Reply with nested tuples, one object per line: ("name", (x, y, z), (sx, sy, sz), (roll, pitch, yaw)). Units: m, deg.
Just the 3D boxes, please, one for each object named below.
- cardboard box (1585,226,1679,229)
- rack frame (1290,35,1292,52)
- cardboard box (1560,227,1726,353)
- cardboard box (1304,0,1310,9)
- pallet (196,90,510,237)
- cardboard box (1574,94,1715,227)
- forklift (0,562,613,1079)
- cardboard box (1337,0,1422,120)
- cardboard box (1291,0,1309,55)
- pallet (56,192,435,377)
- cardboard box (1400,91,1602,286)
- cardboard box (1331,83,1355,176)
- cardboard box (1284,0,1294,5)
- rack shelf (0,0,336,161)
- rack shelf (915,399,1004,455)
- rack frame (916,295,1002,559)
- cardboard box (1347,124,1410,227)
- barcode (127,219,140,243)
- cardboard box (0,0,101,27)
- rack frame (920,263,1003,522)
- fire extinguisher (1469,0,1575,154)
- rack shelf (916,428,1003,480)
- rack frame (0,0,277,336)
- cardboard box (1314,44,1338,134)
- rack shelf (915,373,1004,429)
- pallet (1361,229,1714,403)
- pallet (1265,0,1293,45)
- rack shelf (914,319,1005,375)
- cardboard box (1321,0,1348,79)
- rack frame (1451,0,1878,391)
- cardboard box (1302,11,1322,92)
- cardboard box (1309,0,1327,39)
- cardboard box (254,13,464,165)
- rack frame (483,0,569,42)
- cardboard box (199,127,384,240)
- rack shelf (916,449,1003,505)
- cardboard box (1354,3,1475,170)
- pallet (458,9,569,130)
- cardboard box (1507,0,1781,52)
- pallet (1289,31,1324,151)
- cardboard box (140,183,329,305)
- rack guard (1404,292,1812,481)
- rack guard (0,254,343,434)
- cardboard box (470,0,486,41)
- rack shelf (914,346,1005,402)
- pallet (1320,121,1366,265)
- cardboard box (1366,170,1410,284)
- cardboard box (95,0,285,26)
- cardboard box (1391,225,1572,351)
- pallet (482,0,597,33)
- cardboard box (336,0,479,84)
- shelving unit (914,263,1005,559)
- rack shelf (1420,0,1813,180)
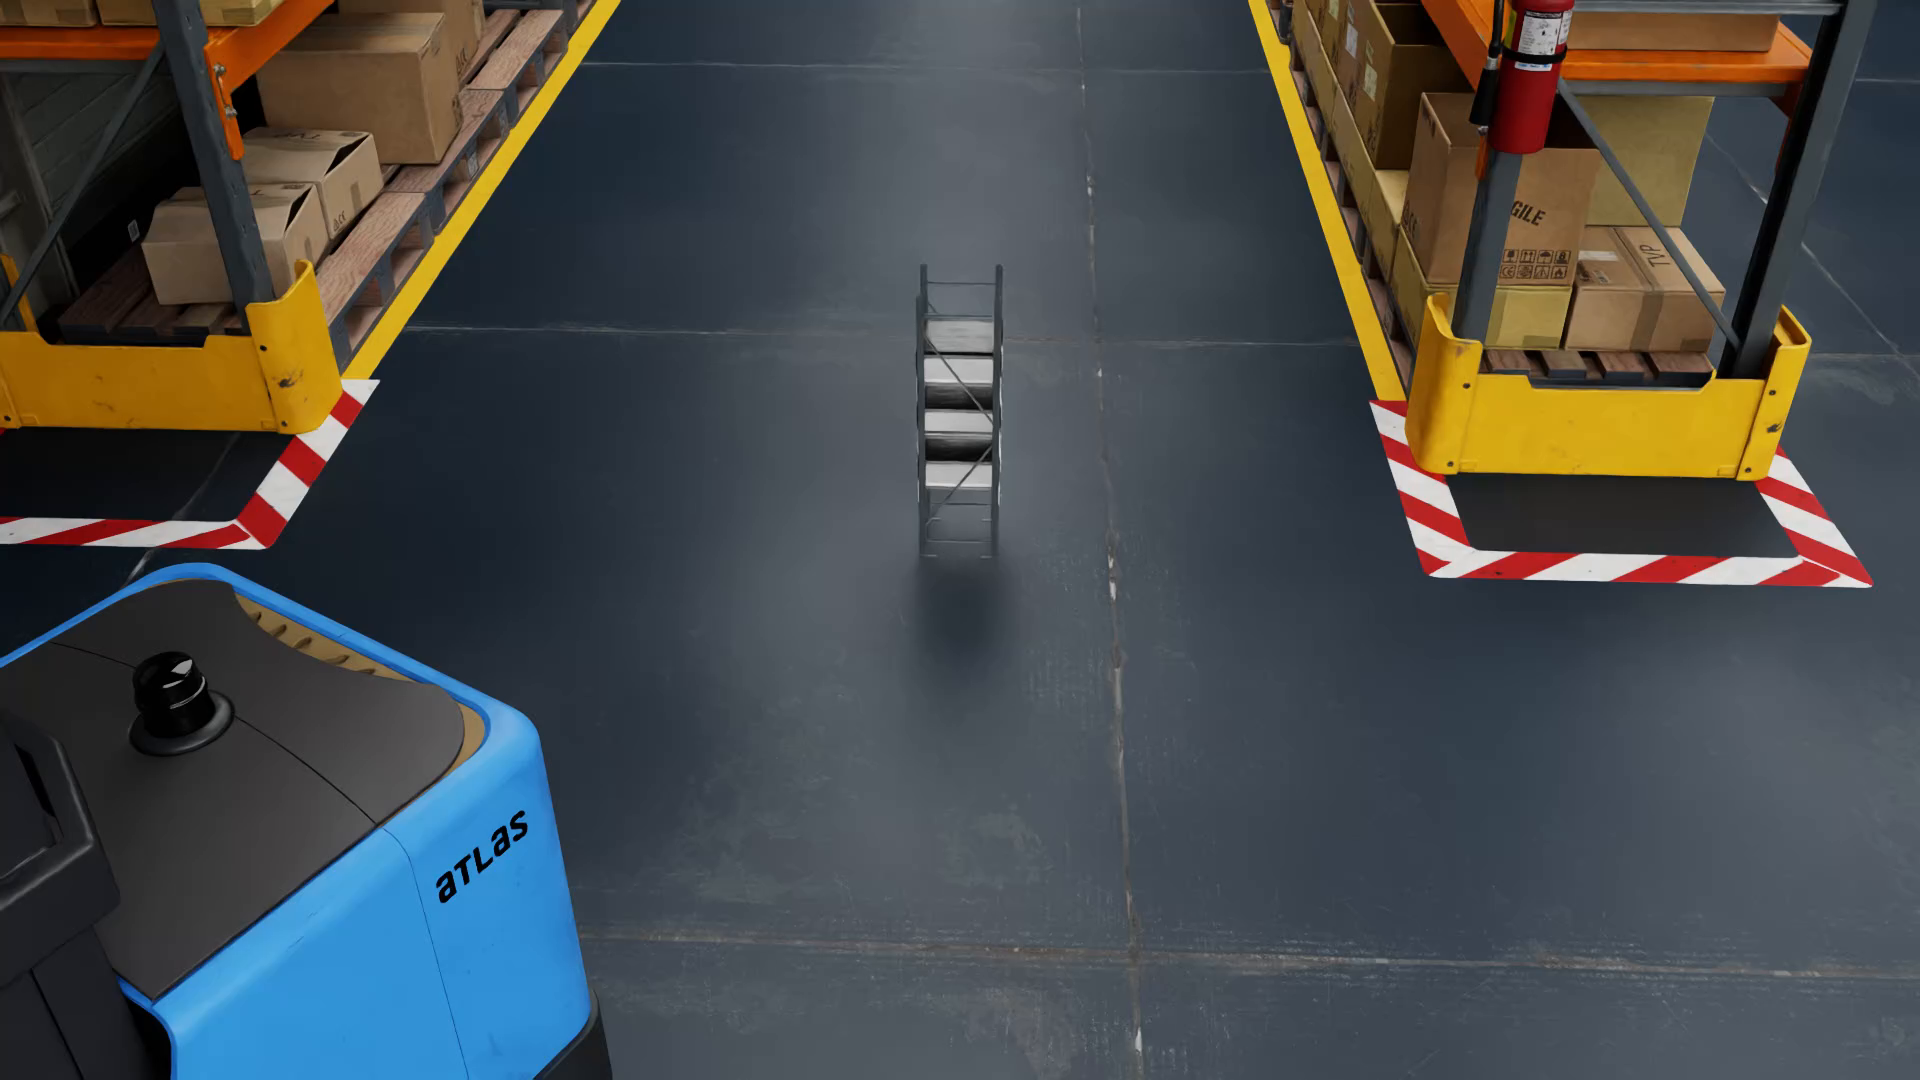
("cardboard box", (2.390, -1.187, 6.356), (0.500, 0.250, 0.500), (1, 35, 2))
("rack frame", (2.290, -3.848, 8.116), (1.000, 3.000, 0.127), (1, 35, 2))
("cardboard box", (2.374, -0.899, 5.947), (0.500, 0.250, 0.500), (1, 35, 2))
("cardboard box", (1.959, -2.942, 8.202), (0.500, 0.500, 0.500), (1, 35, 2))
("pallet", (-2.697, -1.730, 7.528), (1.003, 0.211, 1.213), (1, 35, 2))
("cardboard box", (2.392, -1.494, 6.140), (0.500, 0.500, 0.500), (1, 35, 2))
("forklift", (-1.943, 0.564, 1.898), (1.130, 2.935, 3.031), (20, 40, 26))
("cardboard box", (1.901, -2.080, 6.975), (0.500, 0.500, 0.500), (1, 35, 2))
("cardboard box", (1.969, -2.635, 8.417), (0.500, 0.250, 0.500), (1, 35, 2))
("pallet", (-2.749, -1.031, 6.533), (1.003, 0.211, 1.213), (1, 35, 2))
("cardboard box", (1.854, -1.218, 5.749), (0.500, 0.500, 0.500), (1, 35, 2))
("cardboard box", (1.904, -1.774, 7.191), (0.500, 0.250, 0.500), (1, 35, 2))
("cardboard box", (2.017, -3.140, 9.135), (0.500, 0.250, 0.500), (1, 35, 1))
("rack shelf", (-2.740, -2.517, 6.848), (1.077, 0.370, 4.000), (1, 35, 2))
("rack shelf", (0.000, -0.346, 5.017), (0.258, 0.077, 0.200), (1, 35, 2))
("rack frame", (-0.004, -0.314, 4.915), (0.240, 0.900, 0.006), (1, 35, 2))
("cardboard box", (1.882, -1.486, 6.782), (0.500, 0.250, 0.500), (1, 35, 2))
("barcode", (-3.101, -1.161, 6.241), (0.001, 0.075, 0.075), (1, 35, 2))
("cardboard box", (-2.995, -1.882, 5.432), (0.500, 0.250, 0.500), (2, 35, 3))
("rack frame", (0.004, -0.431, 5.081), (0.240, 0.900, 0.006), (1, 35, 2))
("fire extinguisher", (1.661, -1.461, 4.787), (0.296, 0.674, 0.183), (1, 35, 2))
("rack shelf", (0.000, -0.272, 5.069), (0.258, 0.077, 0.200), (1, 35, 2))
("rack frame", (-2.820, -1.662, 5.006), (1.000, 3.000, 0.127), (1, 35, 2))
("cardboard box", (1.918, -2.061, 7.600), (0.500, 0.250, 0.500), (1, 35, 2))
("rack shelf", (0.000, -0.419, 4.965), (0.258, 0.077, 0.200), (1, 35, 2))
("pallet", (2.119, -0.849, 6.275), (1.003, 0.211, 1.213), (1, 35, 2))
("pallet", (2.281, -3.131, 9.522), (1.003, 0.211, 1.213), (1, 35, 2))
("rack shelf", (0.000, -0.566, 4.862), (0.258, 0.077, 0.200), (1, 35, 2))
("cardboard box", (1.919, -2.368, 7.384), (0.500, 0.500, 0.500), (1, 35, 2))
("rack frame", (2.130, -1.550, 4.846), (1.000, 3.000, 0.127), (1, 35, 2))
("cardboard box", (1.944, -2.348, 8.008), (0.500, 0.250, 0.500), (1, 35, 2))
("cardboard box", (1.947, -2.655, 7.793), (0.500, 0.500, 0.500), (1, 35, 2))
("cardboard box", (-2.600, -1.963, 7.225), (0.700, 0.500, 0.500), (-1, 35, -1))
("rack frame", (-2.659, -3.960, 8.276), (1.000, 3.000, 0.127), (1, 35, 2))
("cardboard box", (-2.679, -1.465, 6.681), (0.500, 0.311, 0.500), (4, 35, 6))
("rack shelf", (0.000, -0.198, 5.121), (0.258, 0.077, 0.200), (1, 35, 2))
("cardboard box", (1.879, -1.793, 6.567), (0.500, 0.500, 0.500), (1, 35, 2))
("pallet", (-2.651, -2.433, 8.528), (1.003, 0.211, 1.213), (1, 35, 2))
("cardboard box", (2.161, -1.859, 5.199), (0.700, 0.500, 0.500), (1, 35, 2))
("pallet", (2.217, -2.251, 8.269), (1.003, 0.211, 1.213), (1, 35, 2))
("cardboard box", (-2.702, -1.137, 6.215), (0.500, 0.311, 0.500), (-2, 35, -3))
("rack guard", (2.129, -0.513, 5.545), (1.175, 0.500, 0.348), (1, 35, 2))
("rack guard", (-2.817, -0.683, 5.787), (1.175, 0.500, 0.348), (1, 35, 2))
("cardboard box", (-2.651, -2.673, 8.526), (0.380, 0.166, 0.250), (-3, 35, -4))
("rack shelf", (0.000, -0.493, 4.914), (0.258, 0.077, 0.200), (1, 35, 2))
("pallet", (2.170, -1.548, 7.269), (1.003, 0.211, 1.213), (1, 35, 2))
("cardboard box", (1.864, -1.199, 6.373), (0.500, 0.250, 0.500), (1, 35, 2))
("cardboard box", (-2.483, -1.882, 5.432), (0.500, 0.250, 0.500), (0, 35, 1))
("cardboard box", (1.856, -0.911, 5.964), (0.500, 0.250, 0.500), (1, 35, 2))
("pallet", (-2.630, -3.267, 9.714), (1.003, 0.211, 1.213), (1, 35, 2))
("cardboard box", (-2.661, -2.520, 8.019), (0.500, 0.500, 0.500), (-1, 35, -2))
("shelving unit", (0.000, -0.373, 4.998), (0.258, 0.900, 0.210), (1, 35, 2))
("rack shelf", (2.210, -2.404, 6.688), (1.077, 0.370, 4.000), (1, 35, 2))
